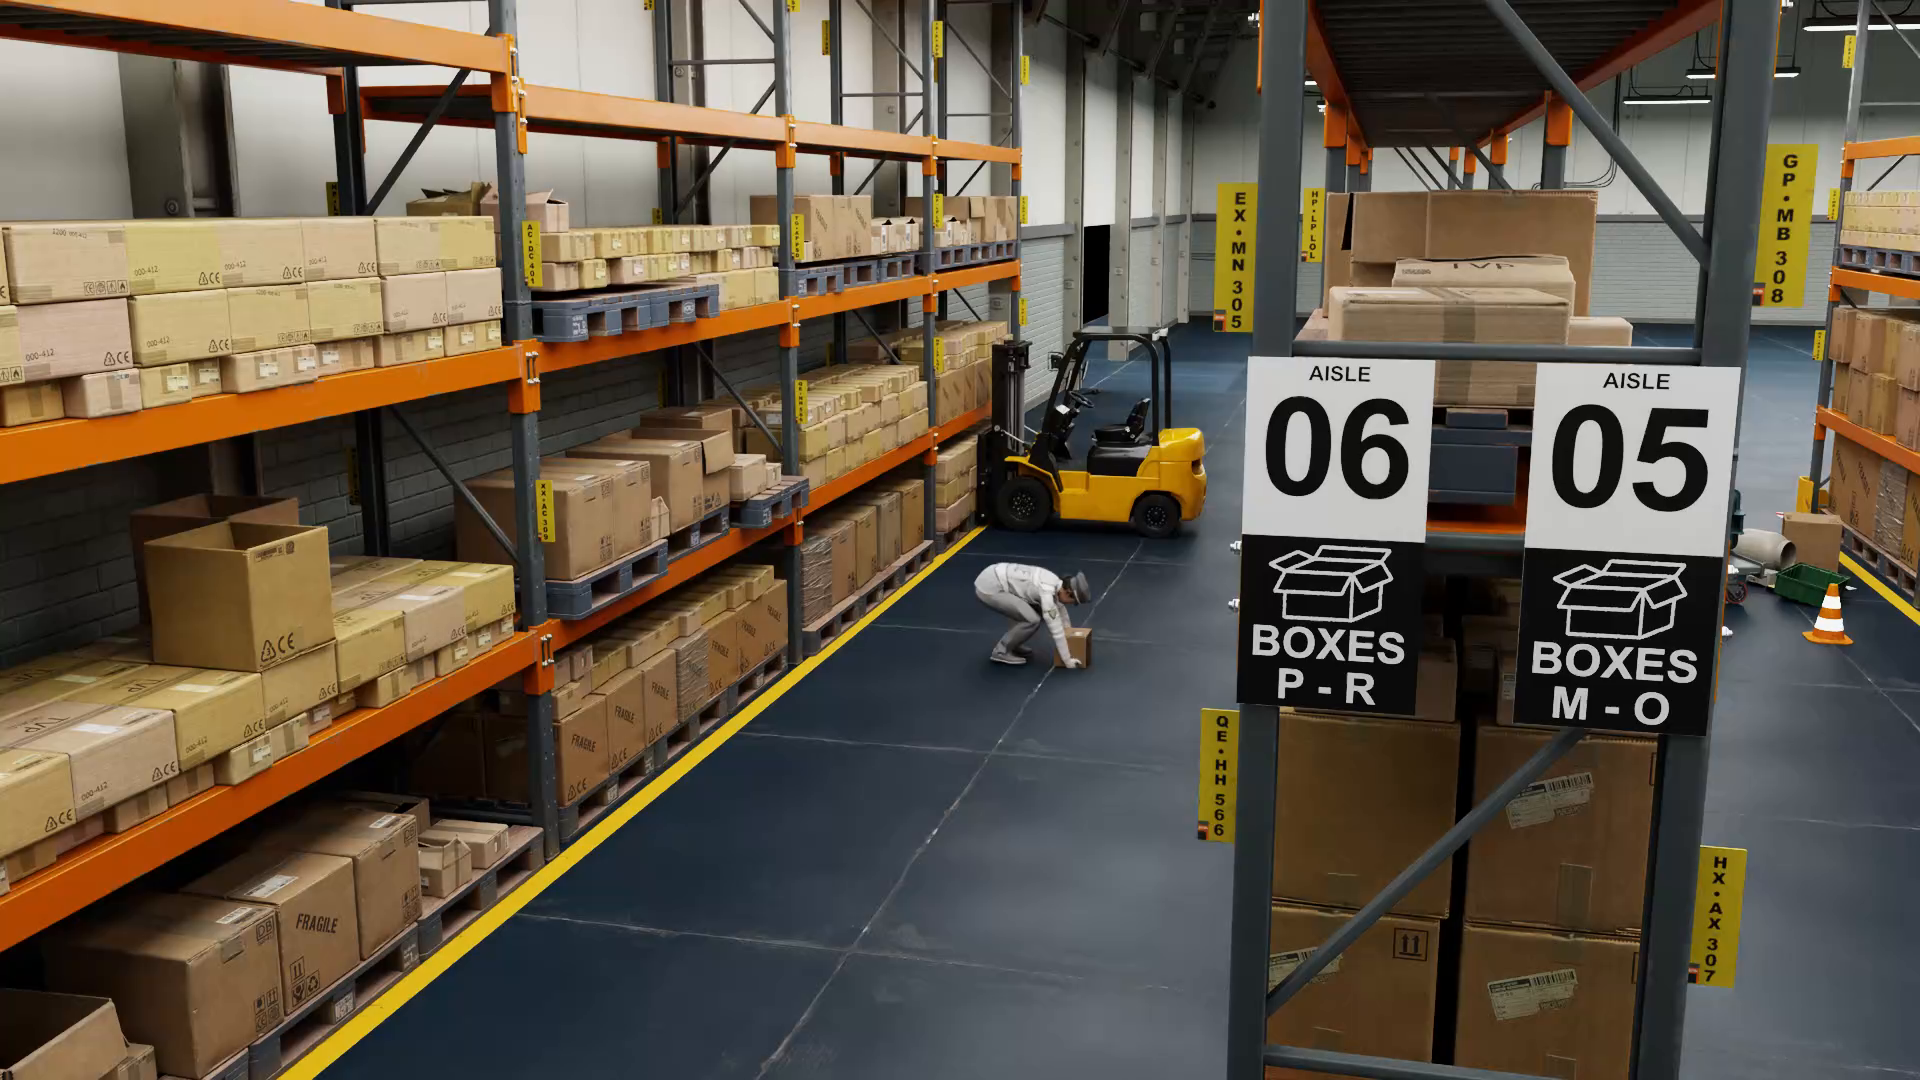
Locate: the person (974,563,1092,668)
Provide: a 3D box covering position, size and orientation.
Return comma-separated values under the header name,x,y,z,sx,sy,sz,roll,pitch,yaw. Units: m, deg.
name,x,y,z,sx,sy,sz,roll,pitch,yaw
person,0.567,0.578,12.921,0.908,0.790,0.464,2,12,12
